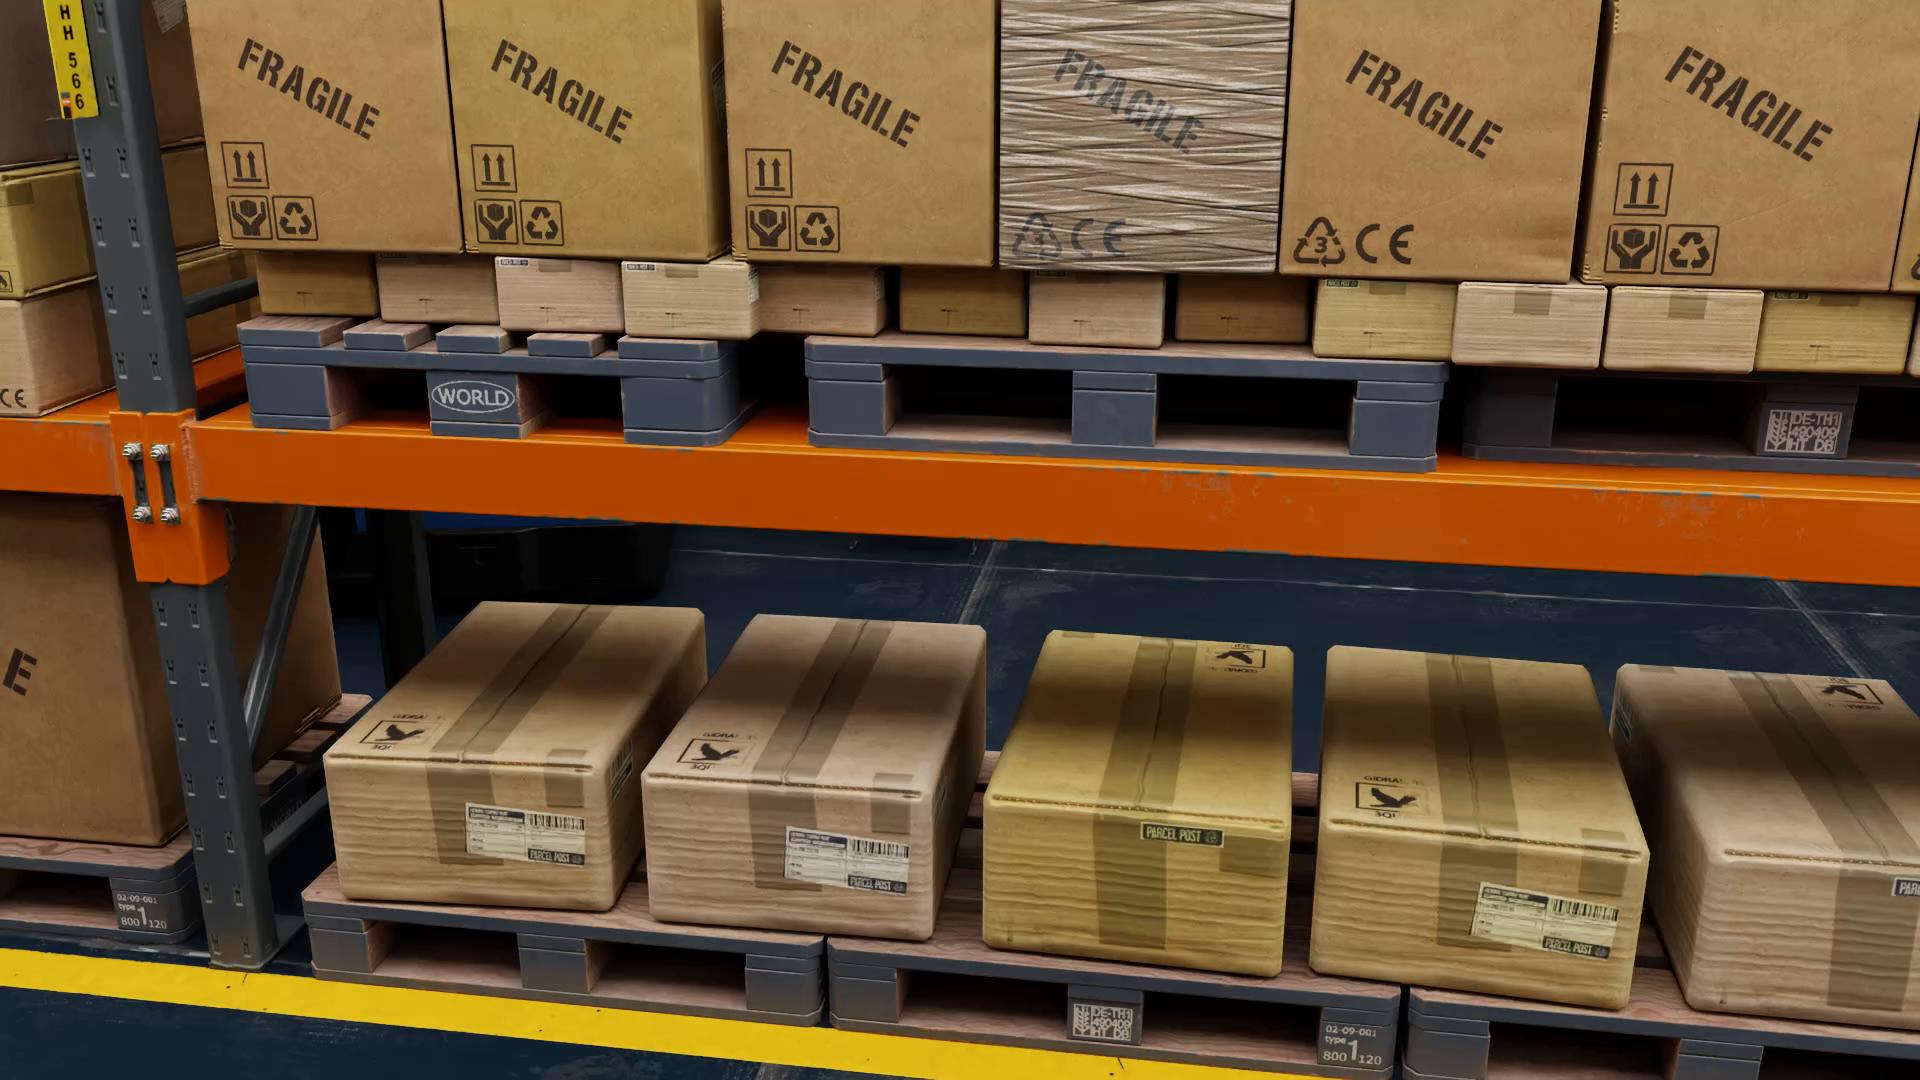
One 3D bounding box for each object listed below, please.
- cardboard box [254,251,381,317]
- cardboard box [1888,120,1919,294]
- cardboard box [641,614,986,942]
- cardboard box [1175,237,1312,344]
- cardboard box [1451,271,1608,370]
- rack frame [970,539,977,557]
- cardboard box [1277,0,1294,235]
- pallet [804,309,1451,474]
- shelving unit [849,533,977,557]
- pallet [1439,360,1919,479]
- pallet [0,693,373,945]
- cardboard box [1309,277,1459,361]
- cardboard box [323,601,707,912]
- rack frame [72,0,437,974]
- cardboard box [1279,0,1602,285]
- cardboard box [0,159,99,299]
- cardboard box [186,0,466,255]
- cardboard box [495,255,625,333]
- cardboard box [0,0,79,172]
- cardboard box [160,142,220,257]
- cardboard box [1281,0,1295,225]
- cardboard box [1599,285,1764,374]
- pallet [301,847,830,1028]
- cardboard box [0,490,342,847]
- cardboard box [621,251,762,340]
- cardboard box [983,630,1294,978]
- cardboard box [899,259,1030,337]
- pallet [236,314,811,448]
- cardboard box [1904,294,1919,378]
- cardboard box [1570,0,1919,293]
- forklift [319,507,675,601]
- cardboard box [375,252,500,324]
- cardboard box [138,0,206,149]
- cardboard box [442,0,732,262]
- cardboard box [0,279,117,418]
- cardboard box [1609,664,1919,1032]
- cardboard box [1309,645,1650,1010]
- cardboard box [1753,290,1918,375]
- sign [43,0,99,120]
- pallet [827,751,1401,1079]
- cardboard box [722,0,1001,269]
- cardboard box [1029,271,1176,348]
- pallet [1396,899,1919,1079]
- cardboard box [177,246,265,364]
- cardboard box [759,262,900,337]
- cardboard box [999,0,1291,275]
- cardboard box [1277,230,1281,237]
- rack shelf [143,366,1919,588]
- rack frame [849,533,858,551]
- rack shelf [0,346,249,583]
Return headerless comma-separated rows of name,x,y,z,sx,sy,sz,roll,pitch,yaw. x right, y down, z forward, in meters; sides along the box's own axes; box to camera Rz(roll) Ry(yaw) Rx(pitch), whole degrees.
cardboard box,-1.300,-0.590,3.574,0.250,0.149,0.380,2,19,5
cardboard box,1.865,-0.723,2.947,0.500,0.500,0.500,3,19,8
cardboard box,-0.305,0.528,3.976,0.625,0.372,0.950,3,19,8
cardboard box,0.557,-0.504,3.317,0.250,0.149,0.380,2,19,7
cardboard box,1.036,-0.435,3.111,0.250,0.149,0.380,3,19,9
rack frame,0.077,-0.992,6.458,0.015,2.100,0.400,3,19,9
cardboard box,0.451,-0.961,3.661,0.500,0.500,0.500,2,19,6
pallet,0.370,-0.407,3.595,1.213,0.211,1.003,3,19,9
shelving unit,-0.163,-1.004,6.495,0.503,2.100,0.431,3,19,9
pallet,1.626,-0.377,3.504,1.213,0.211,1.003,3,19,9
pallet,-2.358,0.674,4.455,1.213,0.211,1.003,3,19,9
cardboard box,0.801,-0.459,3.181,0.250,0.149,0.380,3,19,9
cardboard box,-1.035,0.494,4.080,0.625,0.372,0.950,2,19,5
rack frame,-1.591,-0.585,3.824,0.127,3.000,1.000,3,19,9
cardboard box,0.867,-0.775,3.104,0.500,0.500,0.500,4,19,11
cardboard box,-2.110,-0.696,3.603,0.500,0.250,0.500,3,19,8
cardboard box,-1.184,-0.877,3.410,0.500,0.500,0.500,2,19,7
cardboard box,-0.763,-0.537,3.416,0.250,0.149,0.380,2,19,5
cardboard box,-2.143,-1.051,3.482,0.500,0.500,0.500,2,19,7
cardboard box,-2.053,-0.854,4.076,0.500,0.250,0.500,3,19,8
cardboard box,0.960,-0.939,3.593,0.500,0.500,0.500,3,19,8
cardboard box,1.288,-0.424,3.076,0.250,0.149,0.380,3,19,8
pallet,-0.820,0.777,4.147,1.213,0.211,1.003,3,19,9
cardboard box,-2.260,0.163,4.276,0.875,0.875,0.875,3,19,8
cardboard box,-0.495,-0.517,3.355,0.250,0.149,0.380,3,19,9
cardboard box,0.443,0.568,3.857,0.625,0.372,0.950,4,19,10
cardboard box,0.040,-0.527,3.386,0.250,0.149,0.380,4,19,11
pallet,-0.871,-0.491,3.847,1.003,0.211,1.213,3,19,9
cardboard box,1.806,-0.403,3.014,0.250,0.149,0.380,3,19,9
cardboard box,1.376,-0.747,3.020,0.500,0.500,0.500,3,19,9
forklift,-2.645,-1.269,5.978,3.031,2.935,1.130,-2,19,-6
cardboard box,-1.026,-0.566,3.500,0.250,0.149,0.380,2,19,5
cardboard box,-2.040,-1.208,3.952,0.500,0.500,0.500,2,19,7
cardboard box,-0.668,-0.853,3.338,0.500,0.500,0.500,4,19,11
cardboard box,-2.132,-0.458,3.680,0.500,0.250,0.500,2,19,7
cardboard box,1.840,0.638,3.649,0.625,0.372,0.950,3,19,9
cardboard box,1.129,0.603,3.754,0.625,0.372,0.950,4,19,12
cardboard box,1.549,-0.422,3.070,0.250,0.149,0.380,2,19,7
sign,-1.676,-0.960,3.120,0.005,0.325,0.100,3,19,9
pallet,0.381,0.839,3.962,1.213,0.211,1.003,3,19,9
cardboard box,-0.143,-0.829,3.264,0.500,0.500,0.500,3,19,10
cardboard box,0.288,-0.494,3.285,0.250,0.149,0.380,4,19,10
pallet,1.589,0.900,3.780,1.213,0.211,1.003,3,19,9
cardboard box,-2.035,-0.617,4.157,0.500,0.250,0.500,3,19,8
cardboard box,-0.245,-0.529,3.392,0.250,0.149,0.380,4,19,12
cardboard box,0.350,-0.801,3.182,0.500,0.500,0.500,2,19,7
cardboard box,0.834,-0.635,3.708,0.250,0.149,0.380,3,19,9
rack shelf,0.383,-0.143,3.637,4.000,0.370,1.077,3,19,9
rack frame,-0.404,-1.016,6.532,0.015,2.100,0.400,3,19,9
rack shelf,-3.566,-0.344,4.239,4.000,0.370,1.077,3,19,9
